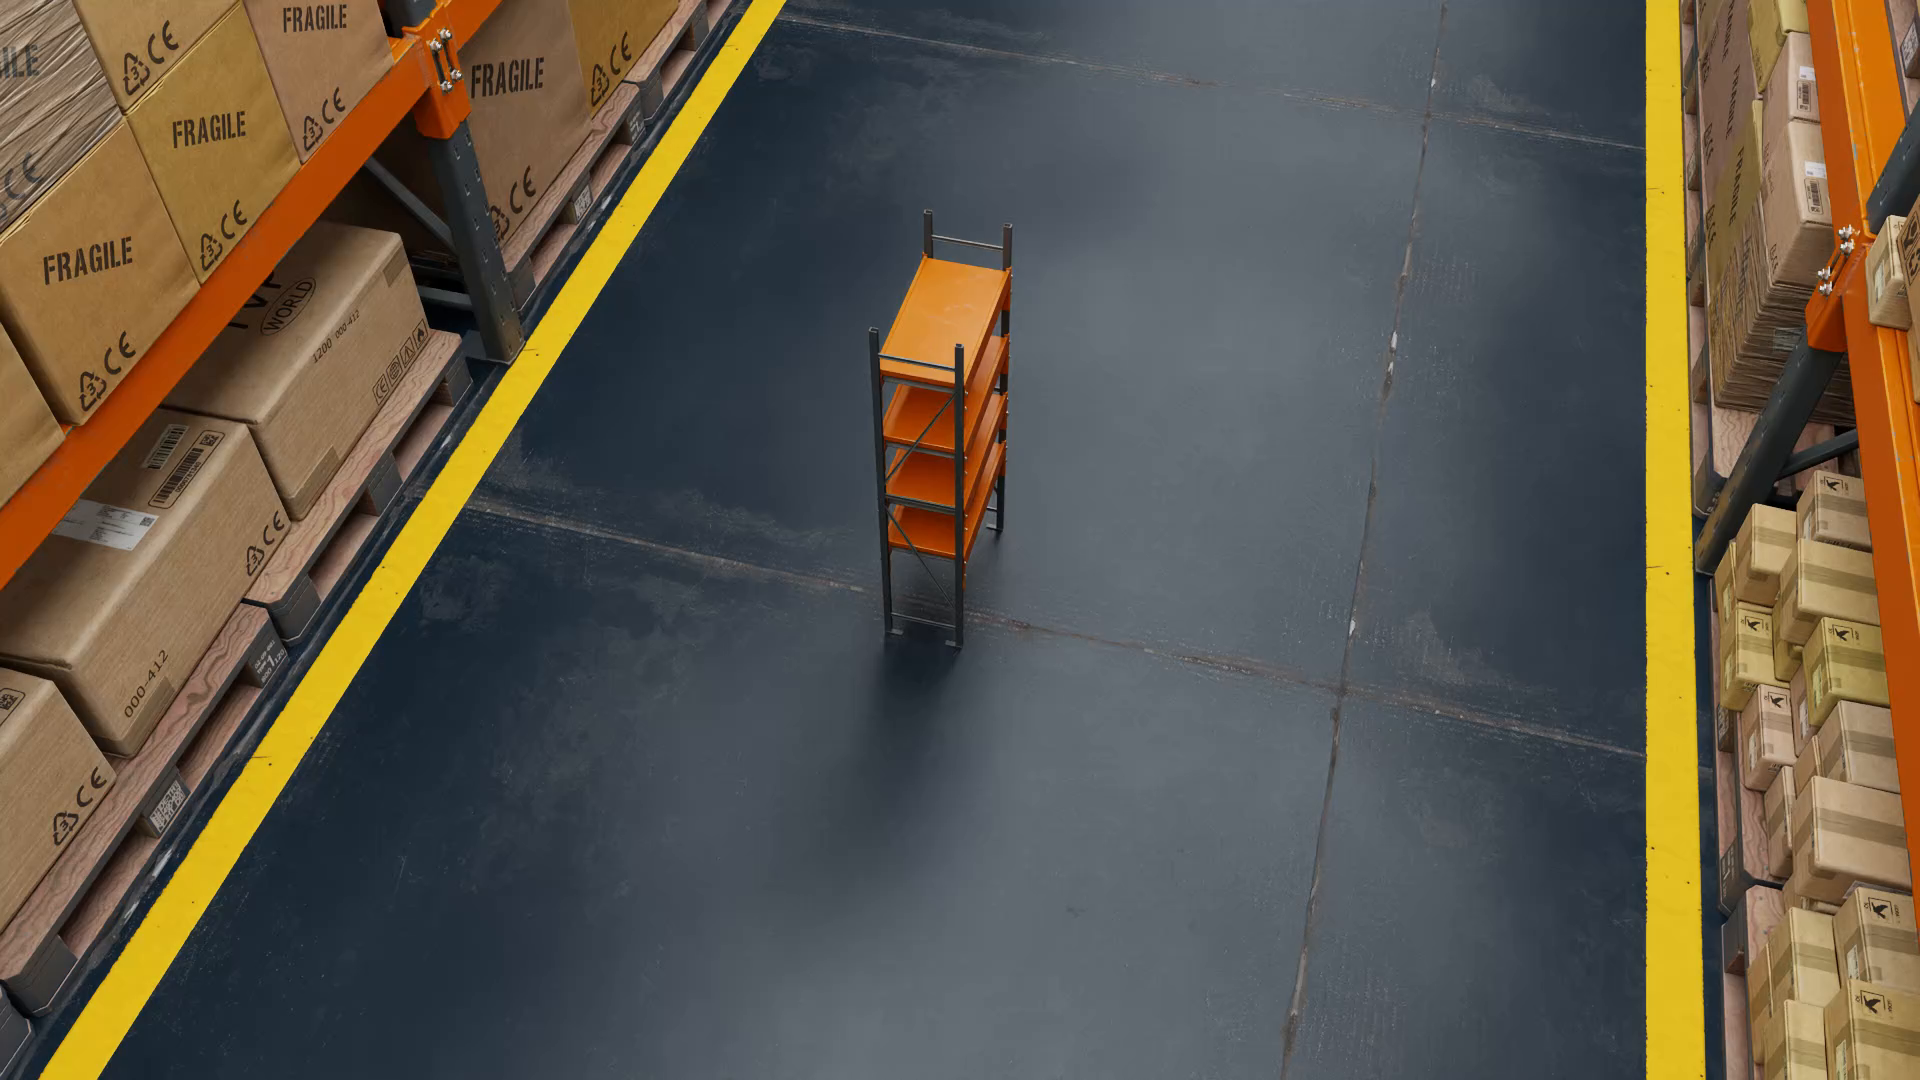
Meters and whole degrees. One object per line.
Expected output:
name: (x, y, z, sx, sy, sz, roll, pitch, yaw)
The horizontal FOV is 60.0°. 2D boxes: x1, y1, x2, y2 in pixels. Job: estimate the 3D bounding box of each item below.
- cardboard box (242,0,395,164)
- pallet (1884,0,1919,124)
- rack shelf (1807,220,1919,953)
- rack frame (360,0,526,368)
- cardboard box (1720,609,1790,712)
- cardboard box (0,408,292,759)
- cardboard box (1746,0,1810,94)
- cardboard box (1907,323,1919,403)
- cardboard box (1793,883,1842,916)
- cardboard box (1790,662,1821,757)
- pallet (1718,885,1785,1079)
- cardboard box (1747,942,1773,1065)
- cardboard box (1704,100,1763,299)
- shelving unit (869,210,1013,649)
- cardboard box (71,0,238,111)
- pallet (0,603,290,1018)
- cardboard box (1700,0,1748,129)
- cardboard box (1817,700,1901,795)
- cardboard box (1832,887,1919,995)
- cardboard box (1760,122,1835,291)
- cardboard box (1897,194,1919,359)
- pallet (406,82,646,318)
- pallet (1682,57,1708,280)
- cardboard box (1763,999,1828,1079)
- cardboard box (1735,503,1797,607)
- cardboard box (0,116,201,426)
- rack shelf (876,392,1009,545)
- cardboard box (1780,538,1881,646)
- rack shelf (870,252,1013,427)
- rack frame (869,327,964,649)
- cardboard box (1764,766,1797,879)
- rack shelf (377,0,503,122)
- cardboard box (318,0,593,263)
cardboard box: (-1.902, -1.383, 4.403, 0.500, 0.500, 0.500, 12, 50, 10)
pallet: (3.117, -1.292, 4.518, 1.003, 0.211, 1.213, 12, 50, 10)
rack shelf: (2.249, 0.853, 2.976, 1.077, 0.370, 4.000, 12, 50, 10)
rack frame: (-2.026, -1.736, 4.781, 1.000, 3.000, 0.127, 12, 50, 10)
cardboard box: (2.300, 0.365, 4.549, 0.380, 0.149, 0.250, 13, 50, 11)
cardboard box: (-2.530, 0.054, 4.631, 0.875, 0.438, 0.875, 10, 49, 9)
cardboard box: (3.001, -1.735, 5.667, 0.500, 0.250, 0.500, 10, 49, 8)
cardboard box: (2.389, -0.407, 3.776, 0.380, 0.149, 0.250, 13, 50, 11)
cardboard box: (2.193, 0.846, 3.925, 0.380, 0.149, 0.250, 14, 50, 12)
cardboard box: (2.362, 0.457, 4.269, 0.380, 0.149, 0.250, 11, 50, 10)
pallet: (2.314, 1.469, 3.813, 1.003, 0.211, 1.213, 12, 50, 10)
cardboard box: (2.068, 1.119, 3.883, 0.380, 0.149, 0.250, 10, 49, 9)
cardboard box: (2.863, -1.100, 5.607, 0.500, 0.500, 0.500, 11, 49, 9)
shelving unit: (-0.044, -0.277, 4.694, 0.258, 1.200, 0.503, 12, 50, 10)
cardboard box: (-2.026, -1.338, 3.697, 0.500, 0.500, 0.500, 11, 49, 9)
pallet: (-2.621, 0.607, 4.574, 1.003, 0.211, 1.213, 12, 50, 10)
cardboard box: (3.137, -1.839, 6.260, 0.500, 0.500, 0.500, 10, 49, 9)
cardboard box: (2.290, 0.557, 3.982, 0.380, 0.149, 0.250, 10, 49, 9)
cardboard box: (2.152, 0.939, 3.645, 0.380, 0.149, 0.250, 10, 49, 8)
cardboard box: (2.728, -0.980, 5.002, 0.500, 0.250, 0.500, 10, 49, 9)
cardboard box: (2.402, -0.655, 3.562, 0.500, 0.500, 0.500, 11, 49, 9)
pallet: (-1.896, -1.386, 6.332, 1.003, 0.211, 1.213, 12, 50, 10)
pallet: (3.298, -1.358, 6.308, 1.003, 0.211, 1.213, 12, 50, 10)
cardboard box: (1.977, 1.190, 3.622, 0.380, 0.149, 0.250, 12, 50, 10)
cardboard box: (2.372, 0.073, 4.608, 0.380, 0.149, 0.250, 14, 50, 12)
cardboard box: (-2.150, -0.643, 3.750, 0.500, 0.500, 0.500, 11, 49, 9)
rack shelf: (-0.044, -0.233, 4.745, 0.258, 0.148, 0.480, 12, 50, 10)
cardboard box: (2.356, 0.172, 4.323, 0.380, 0.149, 0.250, 14, 50, 12)
rack shelf: (-0.044, -0.537, 4.400, 0.258, 0.148, 0.480, 12, 50, 10)
rack frame: (-0.108, -0.101, 4.539, 0.240, 1.200, 0.015, 12, 50, 10)
cardboard box: (2.266, 0.749, 4.210, 0.380, 0.149, 0.250, 11, 49, 9)
rack shelf: (-1.500, -2.944, 6.328, 1.077, 0.370, 4.000, 12, 50, 10)
cardboard box: (-1.940, -1.636, 5.830, 0.875, 0.875, 0.875, 13, 50, 11)
